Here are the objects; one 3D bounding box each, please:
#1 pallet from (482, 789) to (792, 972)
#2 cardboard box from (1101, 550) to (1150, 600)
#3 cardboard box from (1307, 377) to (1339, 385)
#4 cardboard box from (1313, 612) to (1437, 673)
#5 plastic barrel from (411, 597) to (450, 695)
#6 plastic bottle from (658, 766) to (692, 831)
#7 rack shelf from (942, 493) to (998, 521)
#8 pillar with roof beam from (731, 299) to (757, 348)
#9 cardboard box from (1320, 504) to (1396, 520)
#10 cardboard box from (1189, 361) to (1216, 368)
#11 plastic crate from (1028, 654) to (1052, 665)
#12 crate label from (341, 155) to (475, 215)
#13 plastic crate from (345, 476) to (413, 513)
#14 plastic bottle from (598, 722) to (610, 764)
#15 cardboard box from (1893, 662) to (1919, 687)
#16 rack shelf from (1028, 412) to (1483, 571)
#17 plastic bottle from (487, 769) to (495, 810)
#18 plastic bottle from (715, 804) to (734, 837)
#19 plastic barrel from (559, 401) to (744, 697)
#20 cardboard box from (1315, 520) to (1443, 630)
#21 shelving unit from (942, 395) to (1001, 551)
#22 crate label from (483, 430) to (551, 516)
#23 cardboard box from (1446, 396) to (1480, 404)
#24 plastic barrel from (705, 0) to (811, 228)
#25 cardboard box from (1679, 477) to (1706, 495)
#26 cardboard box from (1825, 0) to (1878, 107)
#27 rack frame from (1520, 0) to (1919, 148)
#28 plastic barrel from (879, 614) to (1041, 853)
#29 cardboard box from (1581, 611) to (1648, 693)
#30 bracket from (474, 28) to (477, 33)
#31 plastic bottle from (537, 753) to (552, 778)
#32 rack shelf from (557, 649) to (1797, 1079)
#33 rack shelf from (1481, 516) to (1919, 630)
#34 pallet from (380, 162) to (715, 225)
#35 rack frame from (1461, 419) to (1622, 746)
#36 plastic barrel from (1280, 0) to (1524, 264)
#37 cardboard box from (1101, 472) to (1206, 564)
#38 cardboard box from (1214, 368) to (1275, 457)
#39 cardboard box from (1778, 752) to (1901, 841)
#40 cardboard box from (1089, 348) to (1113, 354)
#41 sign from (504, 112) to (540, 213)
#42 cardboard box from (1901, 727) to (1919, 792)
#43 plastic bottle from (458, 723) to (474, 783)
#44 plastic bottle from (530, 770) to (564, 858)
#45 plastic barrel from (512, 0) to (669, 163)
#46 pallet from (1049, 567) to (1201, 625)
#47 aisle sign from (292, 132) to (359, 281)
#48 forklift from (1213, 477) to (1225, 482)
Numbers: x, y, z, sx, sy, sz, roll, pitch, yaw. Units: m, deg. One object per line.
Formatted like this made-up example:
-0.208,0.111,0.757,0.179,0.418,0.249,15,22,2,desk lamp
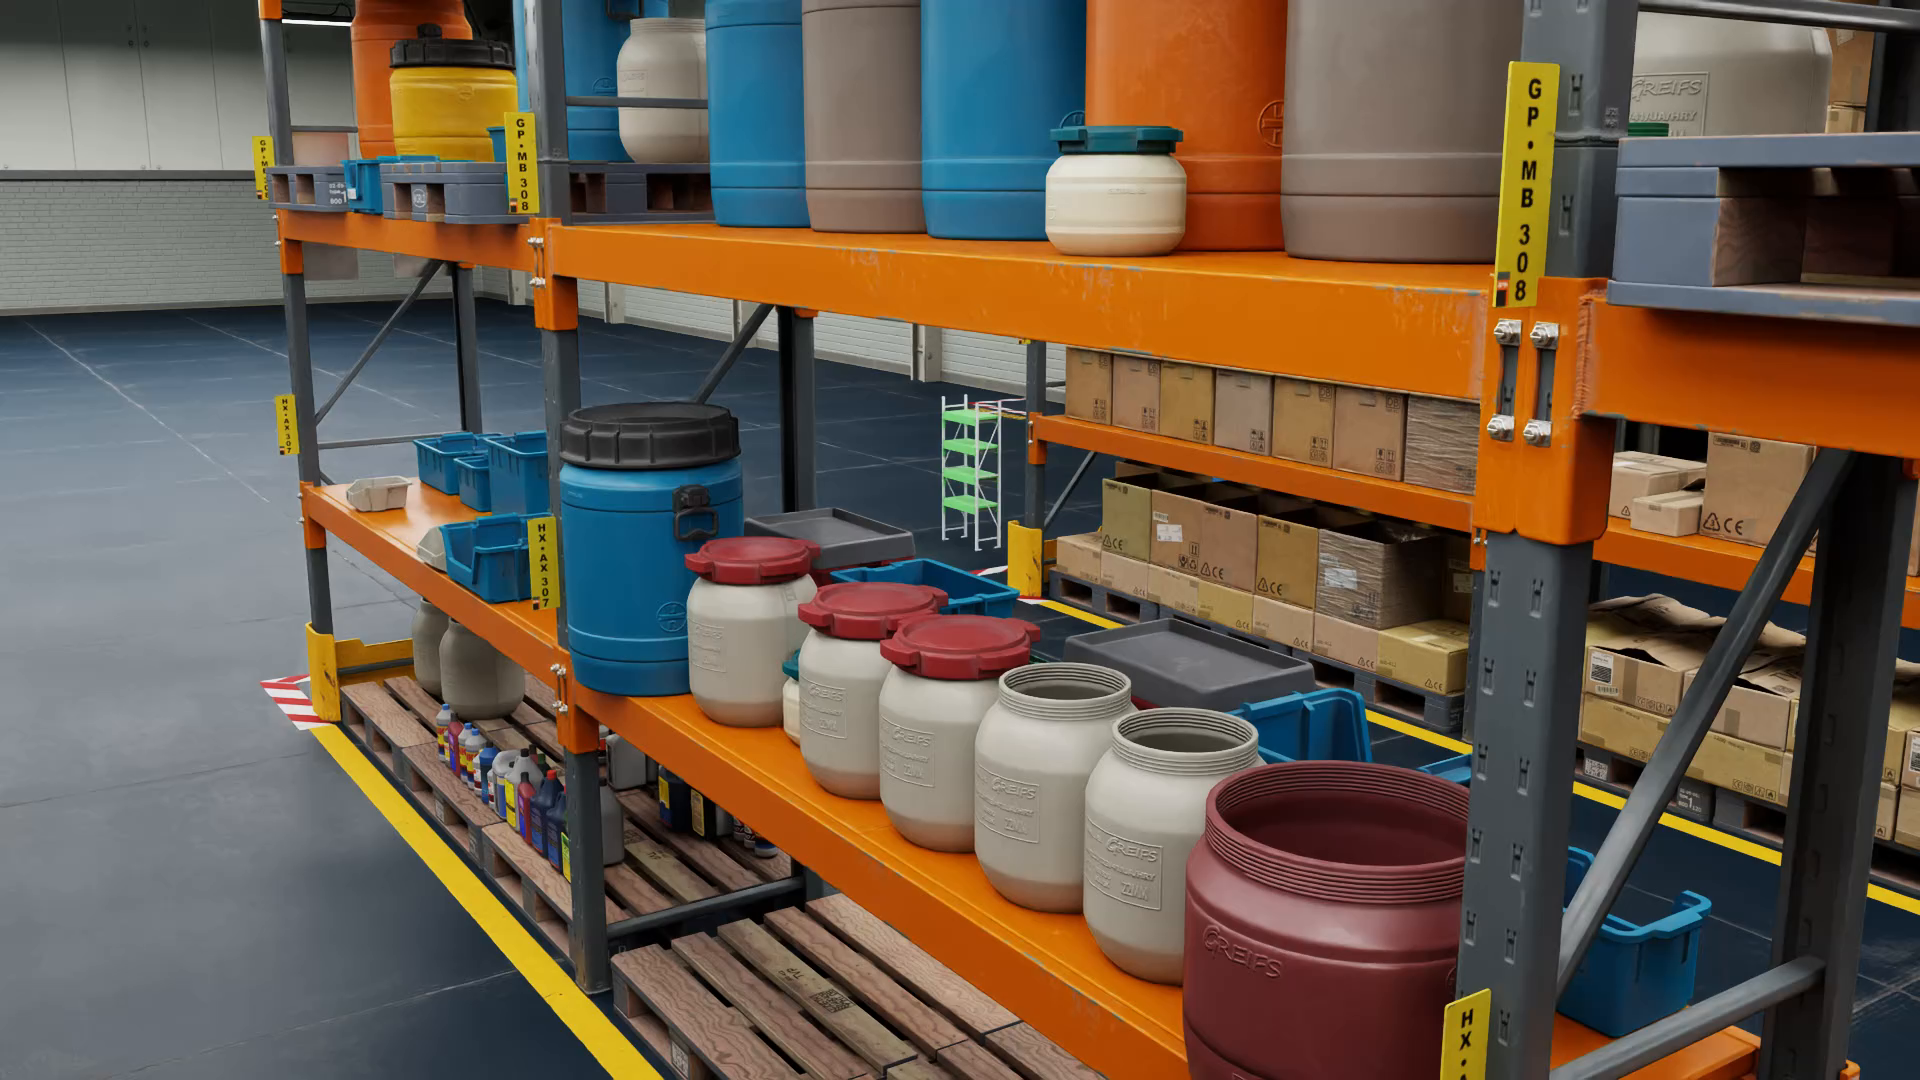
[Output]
-1.328,1.393,7.000,1.003,0.211,1.213,-8,15,-33,pallet
1.311,0.206,11.352,0.500,0.250,0.500,-8,15,-33,cardboard box
2.244,-1.001,9.665,0.380,0.149,0.250,-8,15,-33,cardboard box
2.428,0.561,9.731,0.500,0.250,0.500,-8,15,-33,cardboard box
-2.778,0.562,9.113,0.421,0.512,0.421,0,12,0,plastic barrel
-1.212,1.058,7.172,0.144,0.351,0.185,-8,15,-33,plastic bottle
0.092,-0.260,13.664,0.258,0.148,0.480,-8,15,-33,rack shelf
-7.408,-7.330,26.315,9.100,9.000,0.400,-8,15,-33,pillar with roof beam
2.585,0.043,10.339,0.500,0.500,0.500,-8,15,-33,cardboard box
1.673,-1.184,10.502,0.380,0.149,0.250,-8,15,-33,cardboard box
0.210,0.535,4.892,0.450,0.188,0.662,-8,15,-33,plastic crate
-2.444,-1.577,7.380,0.502,0.251,0.408,-8,15,-33,crate label
-2.979,-0.231,8.512,0.298,0.136,0.250,-8,15,-33,plastic crate
-1.724,0.961,7.966,0.097,0.201,0.097,0,12,0,plastic bottle
4.442,0.742,7.588,0.500,0.311,0.500,-8,15,-33,cardboard box
2.027,-0.435,10.514,1.077,0.370,4.000,-8,15,-33,rack shelf
-2.047,1.088,7.387,0.097,0.201,0.097,0,12,0,plastic bottle
-1.004,1.108,7.121,0.152,0.276,0.135,-7,14,-31,plastic bottle
-1.028,0.014,5.601,0.600,0.901,0.708,-8,15,-33,plastic barrel
2.429,0.194,9.651,0.500,0.500,0.500,-8,15,-33,cardboard box
0.092,-0.557,13.599,0.258,1.200,0.503,-8,15,-33,shelving unit
-1.962,-0.279,8.032,0.502,0.435,0.616,-8,15,-33,crate label
2.806,-0.820,8.836,0.380,0.149,0.250,-8,15,-33,cardboard box
-0.528,-1.491,5.463,0.600,0.901,0.708,-8,15,-33,plastic barrel
3.775,-0.231,8.210,0.396,0.266,0.258,-9,15,-34,cardboard box
3.779,-2.182,7.408,0.500,0.500,0.500,-6,14,-27,cardboard box
1.226,-2.065,2.239,1.000,3.000,0.127,-8,15,-33,rack frame
0.003,0.492,4.273,0.433,0.535,0.433,0,12,0,plastic barrel
3.157,0.536,8.529,0.500,0.311,0.500,-8,15,-33,cardboard box
-10.998,-11.764,38.165,0.235,0.232,0.430,-8,15,-33,bracket
-1.801,1.078,7.239,0.061,0.283,0.133,-8,15,-33,plastic bottle
0.118,0.862,4.583,1.077,0.370,4.000,-8,15,-33,rack shelf
4.243,0.276,7.261,1.077,0.370,4.000,-8,15,-33,rack shelf
-1.471,-1.335,6.367,1.213,0.211,1.003,-8,15,-33,pallet
3.135,-0.431,8.811,1.000,3.000,0.127,-8,15,-33,rack frame
0.952,-1.016,3.291,0.600,0.901,0.600,0,12,0,plastic barrel
1.310,-0.160,11.271,0.500,0.500,0.500,-8,15,-33,cardboard box
2.027,-0.832,10.409,0.700,0.500,0.500,-8,14,-31,cardboard box
4.005,1.082,7.347,0.500,0.250,0.500,-8,15,-32,cardboard box
1.106,-1.366,11.335,0.380,0.149,0.250,-9,15,-34,cardboard box
-1.454,-1.252,5.523,0.100,0.325,0.005,-8,15,-33,sign
4.286,0.899,6.871,0.500,0.311,0.500,-8,15,-33,cardboard box
-2.271,0.982,7.709,0.097,0.271,0.097,0,12,0,plastic bottle
-1.693,1.119,6.893,0.144,0.351,0.185,-9,15,-36,plastic bottle
-1.453,-1.950,6.581,0.600,0.901,0.708,-8,15,-33,plastic barrel
1.378,0.351,11.763,1.003,0.211,1.213,-8,15,-33,pallet
-3.490,-1.805,9.008,0.394,0.787,0.004,-8,15,-33,aisle sign
3.361,-1.537,14.029,3.031,2.935,1.130,-2,12,-8,forklift
